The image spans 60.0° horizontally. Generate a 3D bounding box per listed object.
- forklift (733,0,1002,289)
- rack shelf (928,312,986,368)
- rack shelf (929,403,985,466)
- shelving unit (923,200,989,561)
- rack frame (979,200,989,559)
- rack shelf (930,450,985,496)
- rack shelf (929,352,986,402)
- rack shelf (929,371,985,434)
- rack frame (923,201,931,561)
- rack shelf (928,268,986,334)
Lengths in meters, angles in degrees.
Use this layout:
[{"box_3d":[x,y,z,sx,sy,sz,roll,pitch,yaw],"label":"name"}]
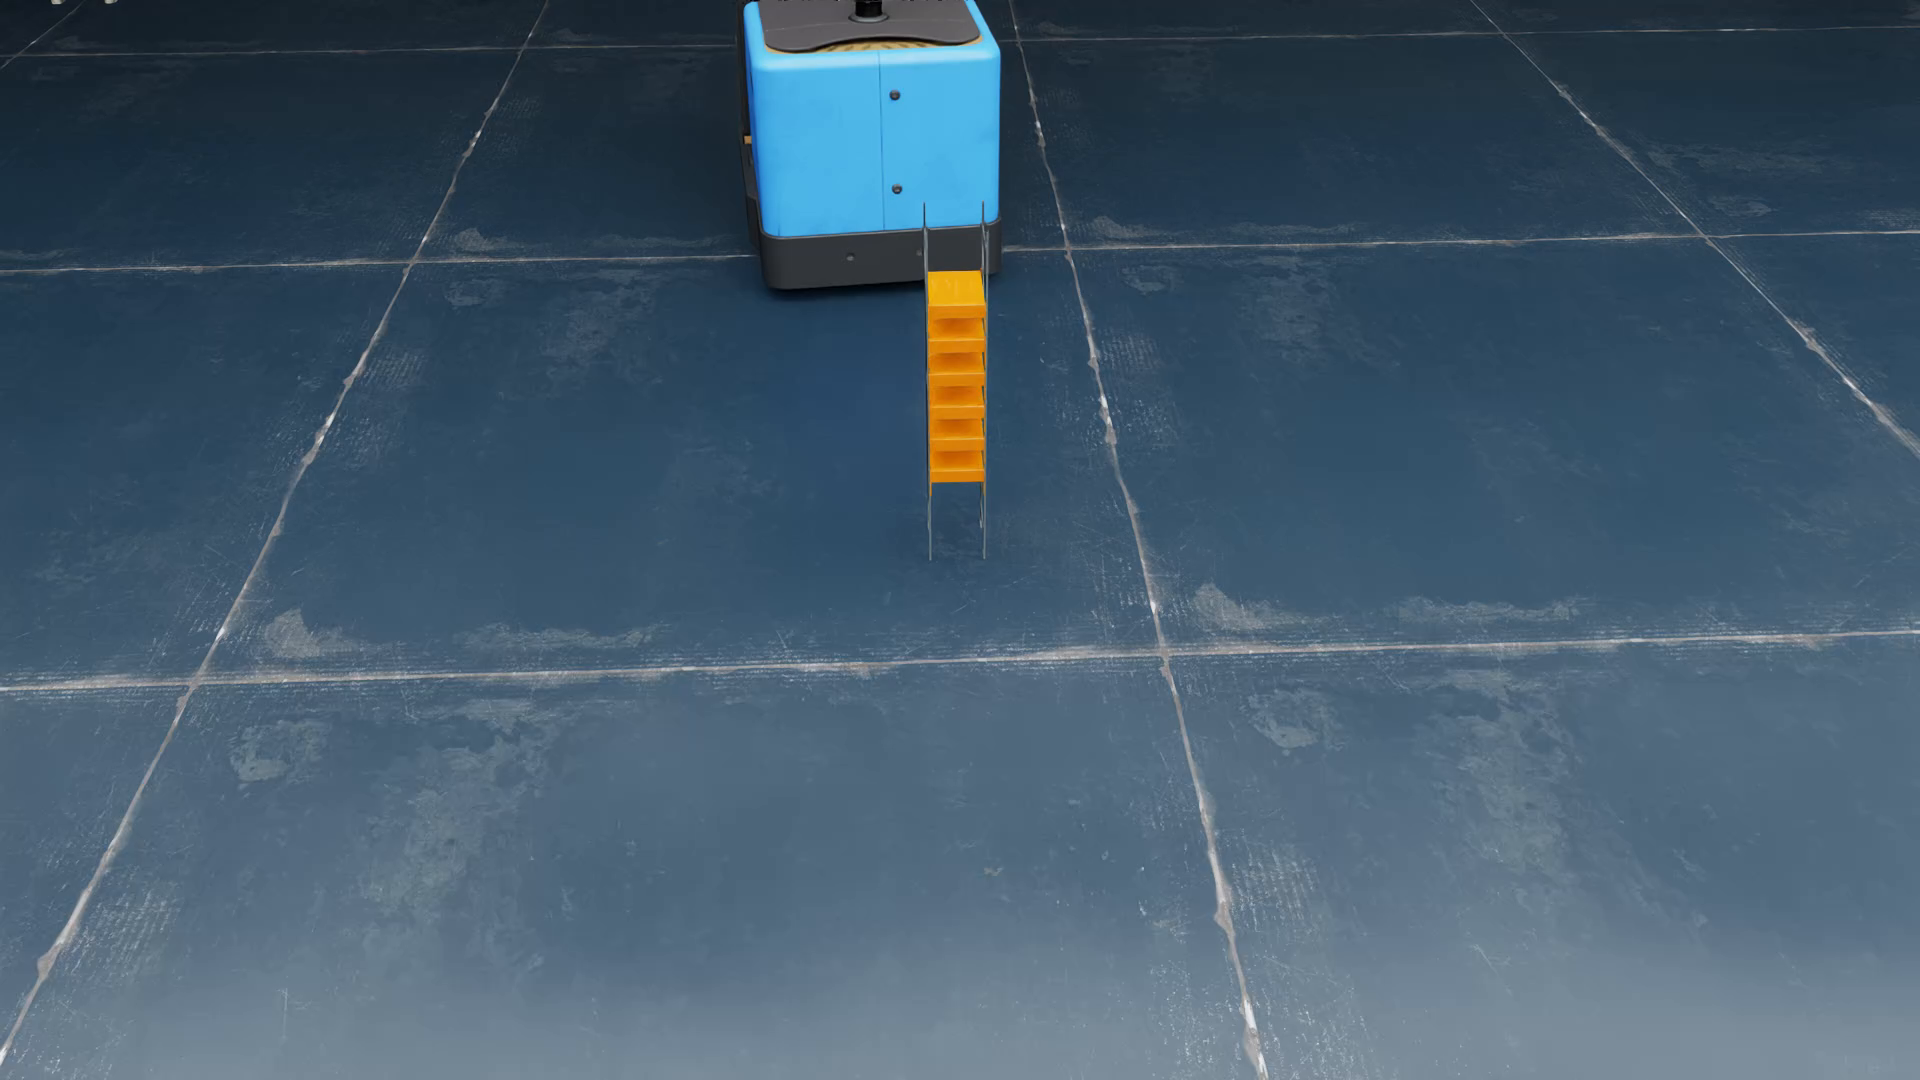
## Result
[{"box_3d":[-0.553,-3.117,7.679,1.130,2.935,3.031,-5,35,-7],"label":"forklift"},{"box_3d":[-0.014,-0.654,5.297,0.180,0.103,0.258,-2,35,-2],"label":"rack shelf"},{"box_3d":[-0.014,-0.358,5.502,0.180,0.103,0.258,-2,35,-2],"label":"rack shelf"},{"box_3d":[-0.014,-0.493,5.408,0.189,1.200,0.258,-2,35,-2],"label":"shelving unit"},{"box_3d":[0.077,-0.495,5.412,0.006,1.200,0.240,-2,35,-2],"label":"rack frame"},{"box_3d":[-0.014,-0.259,5.570,0.180,0.103,0.258,-2,35,-2],"label":"rack shelf"},{"box_3d":[-0.014,-0.555,5.365,0.180,0.103,0.258,-2,35,-2],"label":"rack shelf"},{"box_3d":[-0.014,-0.456,5.433,0.180,0.103,0.258,-2,35,-2],"label":"rack shelf"},{"box_3d":[-0.106,-0.491,5.404,0.006,1.200,0.240,-2,35,-2],"label":"rack frame"},{"box_3d":[-0.014,-0.752,5.228,0.180,0.103,0.258,-2,35,-2],"label":"rack shelf"}]
